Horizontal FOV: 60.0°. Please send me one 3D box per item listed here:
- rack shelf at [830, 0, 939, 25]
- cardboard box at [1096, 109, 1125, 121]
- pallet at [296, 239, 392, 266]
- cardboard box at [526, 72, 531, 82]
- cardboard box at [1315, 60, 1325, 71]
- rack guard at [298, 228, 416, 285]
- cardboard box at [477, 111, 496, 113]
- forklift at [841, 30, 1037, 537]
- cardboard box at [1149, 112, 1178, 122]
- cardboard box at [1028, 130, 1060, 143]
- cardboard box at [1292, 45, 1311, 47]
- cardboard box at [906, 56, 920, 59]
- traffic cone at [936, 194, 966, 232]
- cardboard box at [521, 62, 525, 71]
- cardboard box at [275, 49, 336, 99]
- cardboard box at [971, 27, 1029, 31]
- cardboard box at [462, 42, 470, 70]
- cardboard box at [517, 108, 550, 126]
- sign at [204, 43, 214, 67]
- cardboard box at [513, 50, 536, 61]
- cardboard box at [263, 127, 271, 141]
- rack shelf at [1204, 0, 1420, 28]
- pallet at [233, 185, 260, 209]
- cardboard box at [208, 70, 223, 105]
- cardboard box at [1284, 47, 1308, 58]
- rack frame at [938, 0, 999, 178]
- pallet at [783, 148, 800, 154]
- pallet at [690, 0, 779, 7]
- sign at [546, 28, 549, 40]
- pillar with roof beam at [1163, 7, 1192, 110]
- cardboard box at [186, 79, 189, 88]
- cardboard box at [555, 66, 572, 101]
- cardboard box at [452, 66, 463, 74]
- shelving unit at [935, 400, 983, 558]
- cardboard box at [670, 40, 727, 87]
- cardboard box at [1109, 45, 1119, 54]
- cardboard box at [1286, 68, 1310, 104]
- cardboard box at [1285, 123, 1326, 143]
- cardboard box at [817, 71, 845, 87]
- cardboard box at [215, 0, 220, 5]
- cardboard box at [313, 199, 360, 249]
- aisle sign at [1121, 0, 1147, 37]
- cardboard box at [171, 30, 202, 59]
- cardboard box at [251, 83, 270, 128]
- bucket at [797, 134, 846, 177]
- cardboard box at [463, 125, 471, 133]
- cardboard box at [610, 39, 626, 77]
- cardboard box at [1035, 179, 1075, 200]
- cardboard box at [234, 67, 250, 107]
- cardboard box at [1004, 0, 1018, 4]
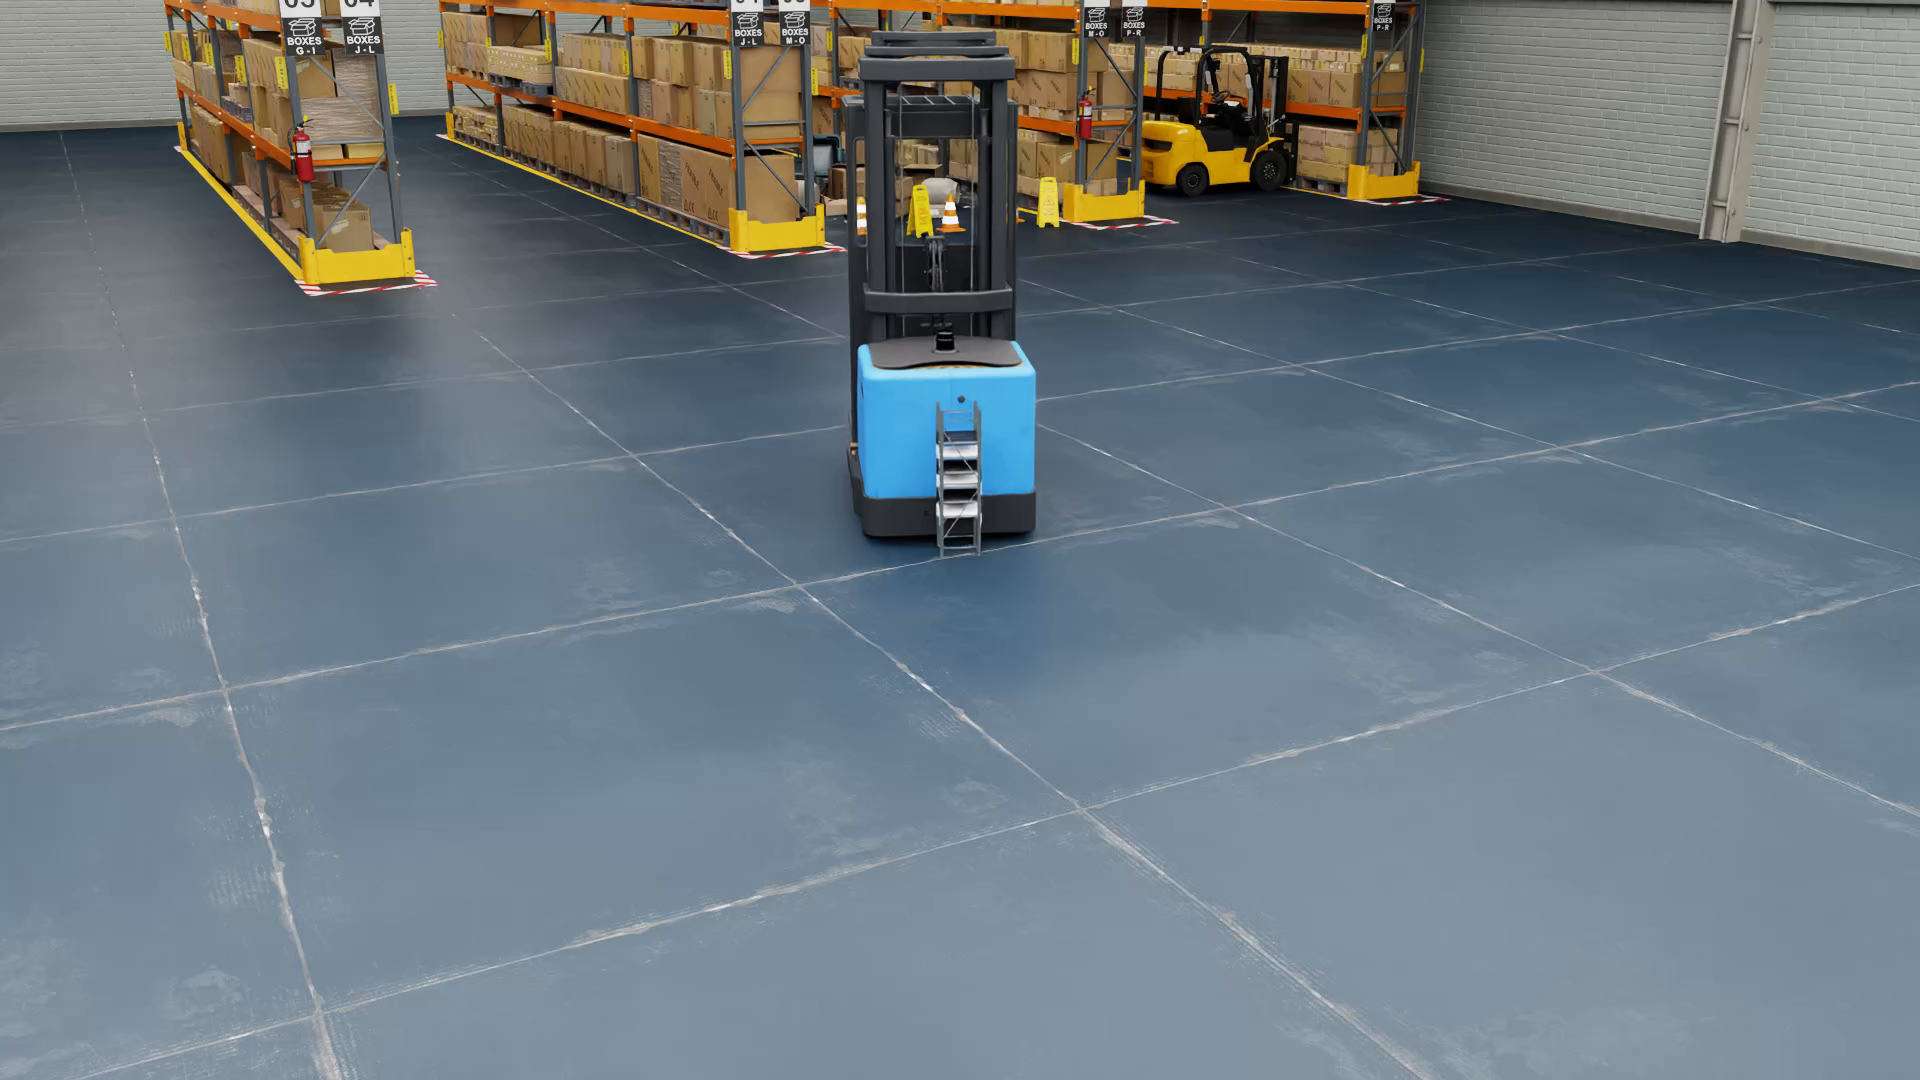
[{"bbox_3d":[-0.818,-8.670,27.162,1.077,0.370,4.000,-10,21,-27],"label":"rack shelf"},{"bbox_3d":[2.052,-5.880,22.959,0.380,0.149,0.250,-10,21,-26],"label":"cardboard box"},{"bbox_3d":[-7.081,-3.277,19.304,1.003,0.211,1.213,-10,21,-27],"label":"pallet"},{"bbox_3d":[-6.953,-7.666,27.489,0.380,0.149,0.250,-10,21,-26],"label":"cardboard box"},{"bbox_3d":[5.662,-7.275,25.468,0.380,0.149,0.250,-10,21,-27],"label":"cardboard box"},{"bbox_3d":[-6.726,-3.175,18.565,1.175,0.500,0.348,-10,21,-27],"label":"rack guard"},{"bbox_3d":[-9.079,-8.164,32.006,0.380,0.149,0.250,-10,21,-27],"label":"cardboard box"},{"bbox_3d":[-0.205,-1.842,10.976,1.130,2.935,3.031,-2,19,-6],"label":"forklift"},{"bbox_3d":[3.879,-7.236,29.498,0.875,0.625,0.625,-10,22,-27],"label":"cardboard box"},{"bbox_3d":[1.188,-5.714,23.519,0.380,0.149,0.250,-9,21,-25],"label":"cardboard box"},{"bbox_3d":[5.496,-7.865,26.721,0.380,0.149,0.250,-10,22,-27],"label":"cardboard box"},{"bbox_3d":[-0.526,-7.643,26.430,0.500,0.500,0.500,-10,21,-26],"label":"cardboard box"},{"bbox_3d":[-0.123,-4.324,21.954,0.336,0.463,0.334,-10,21,-27],"label":"traffic cone"},{"bbox_3d":[-7.085,-7.885,27.670,0.380,0.149,0.250,-10,21,-27],"label":"cardboard box"},{"bbox_3d":[-7.169,-5.115,18.213,0.500,0.500,0.500,-10,21,-27],"label":"cardboard box"},{"bbox_3d":[0.588,-7.220,24.314,0.700,0.500,0.500,-11,22,-28],"label":"cardboard box"},{"bbox_3d":[-9.159,-9.245,31.716,0.500,0.500,0.500,-11,22,-28],"label":"cardboard box"},{"bbox_3d":[-7.363,-7.337,28.835,0.500,0.250,0.500,-9,21,-25],"label":"cardboard box"},{"bbox_3d":[-10.976,-7.091,24.309,0.100,0.325,0.005,-10,21,-27],"label":"sign"},{"bbox_3d":[-7.324,-8.172,28.046,0.380,0.149,0.250,-9,21,-24],"label":"cardboard box"},{"bbox_3d":[-8.292,-4.966,20.309,0.380,0.149,0.250,-10,21,-27],"label":"cardboard box"},{"bbox_3d":[5.448,-8.291,26.066,1.077,0.370,4.000,-10,21,-27],"label":"rack shelf"},{"bbox_3d":[-10.119,-5.088,24.553,1.003,0.211,1.213,-10,21,-27],"label":"pallet"},{"bbox_3d":[-11.173,-6.925,25.450,0.500,0.500,0.500,-10,22,-27],"label":"cardboard box"},{"bbox_3d":[5.309,-7.643,26.080,0.380,0.149,0.250,-10,21,-26],"label":"cardboard box"},{"bbox_3d":[0.132,-7.018,25.870,1.000,3.000,0.127,-10,21,-27],"label":"rack frame"},{"bbox_3d":[-2.651,-7.436,31.356,1.003,0.211,1.213,-10,21,-27],"label":"pallet"},{"bbox_3d":[-2.638,-6.661,20.374,1.003,0.211,1.213,-10,21,-27],"label":"pallet"},{"bbox_3d":[-7.488,-9.153,30.283,0.100,0.325,0.005,-10,21,-27],"label":"sign"},{"bbox_3d":[0.223,-10.870,27.838,9.100,9.000,0.400,-10,21,-27],"label":"pillar with roof beam"},{"bbox_3d":[-13.310,-7.993,29.081,0.380,0.149,0.250,-10,21,-26],"label":"cardboard box"},{"bbox_3d":[-6.100,-7.247,26.381,0.500,0.500,0.500,-10,21,-26],"label":"cardboard box"},{"bbox_3d":[-9.771,-9.252,32.730,0.380,0.149,0.250,-11,22,-28],"label":"cardboard box"},{"bbox_3d":[-0.008,-0.355,9.782,0.258,0.900,0.210,-2,19,-6],"label":"shelving unit"},{"bbox_3d":[-3.274,-6.225,21.687,0.875,0.550,0.500,-10,21,-27],"label":"cardboard box"},{"bbox_3d":[2.899,-8.933,30.274,0.380,0.149,0.250,-10,21,-26],"label":"cardboard box"},{"bbox_3d":[5.451,-7.085,25.911,0.500,0.500,0.500,-10,22,-28],"label":"cardboard box"},{"bbox_3d":[5.409,-6.384,26.071,0.500,0.250,0.500,-10,21,-26],"label":"cardboard box"},{"bbox_3d":[-2.236,-8.200,29.526,0.500,0.250,0.500,-11,22,-29],"label":"cardboard box"},{"bbox_3d":[-9.994,-7.510,22.929,0.500,0.250,0.500,-9,21,-26],"label":"cardboard box"},{"bbox_3d":[-7.286,-3.699,19.442,0.500,0.500,0.500,-4,20,-12],"label":"cardboard box"},{"bbox_3d":[2.334,-7.128,22.206,0.394,0.787,0.004,-10,21,-27],"label":"aisle sign"},{"bbox_3d":[-14.060,-9.029,30.322,0.500,0.500,0.500,-11,22,-28],"label":"cardboard box"},{"bbox_3d":[-8.224,-5.383,20.523,0.875,0.500,0.500,-10,21,-27],"label":"cardboard box"},{"bbox_3d":[-2.083,-5.711,24.772,0.726,0.611,0.620,-3,9,-8],"label":"bucket"},{"bbox_3d":[-9.562,-8.095,32.718,0.380,0.149,0.250,-10,21,-26],"label":"cardboard box"},{"bbox_3d":[-4.663,-7.031,24.222,0.700,0.500,0.500,-10,22,-28],"label":"cardboard box"},{"bbox_3d":[1.399,-4.965,23.494,0.500,0.250,0.500,-10,21,-27],"label":"cardboard box"},{"bbox_3d":[-9.494,-6.213,22.737,0.797,0.503,0.637,-8,20,-21],"label":"cardboard box"},{"bbox_3d":[0.847,-7.662,23.523,0.380,0.149,0.250,-10,22,-27],"label":"cardboard box"}]
